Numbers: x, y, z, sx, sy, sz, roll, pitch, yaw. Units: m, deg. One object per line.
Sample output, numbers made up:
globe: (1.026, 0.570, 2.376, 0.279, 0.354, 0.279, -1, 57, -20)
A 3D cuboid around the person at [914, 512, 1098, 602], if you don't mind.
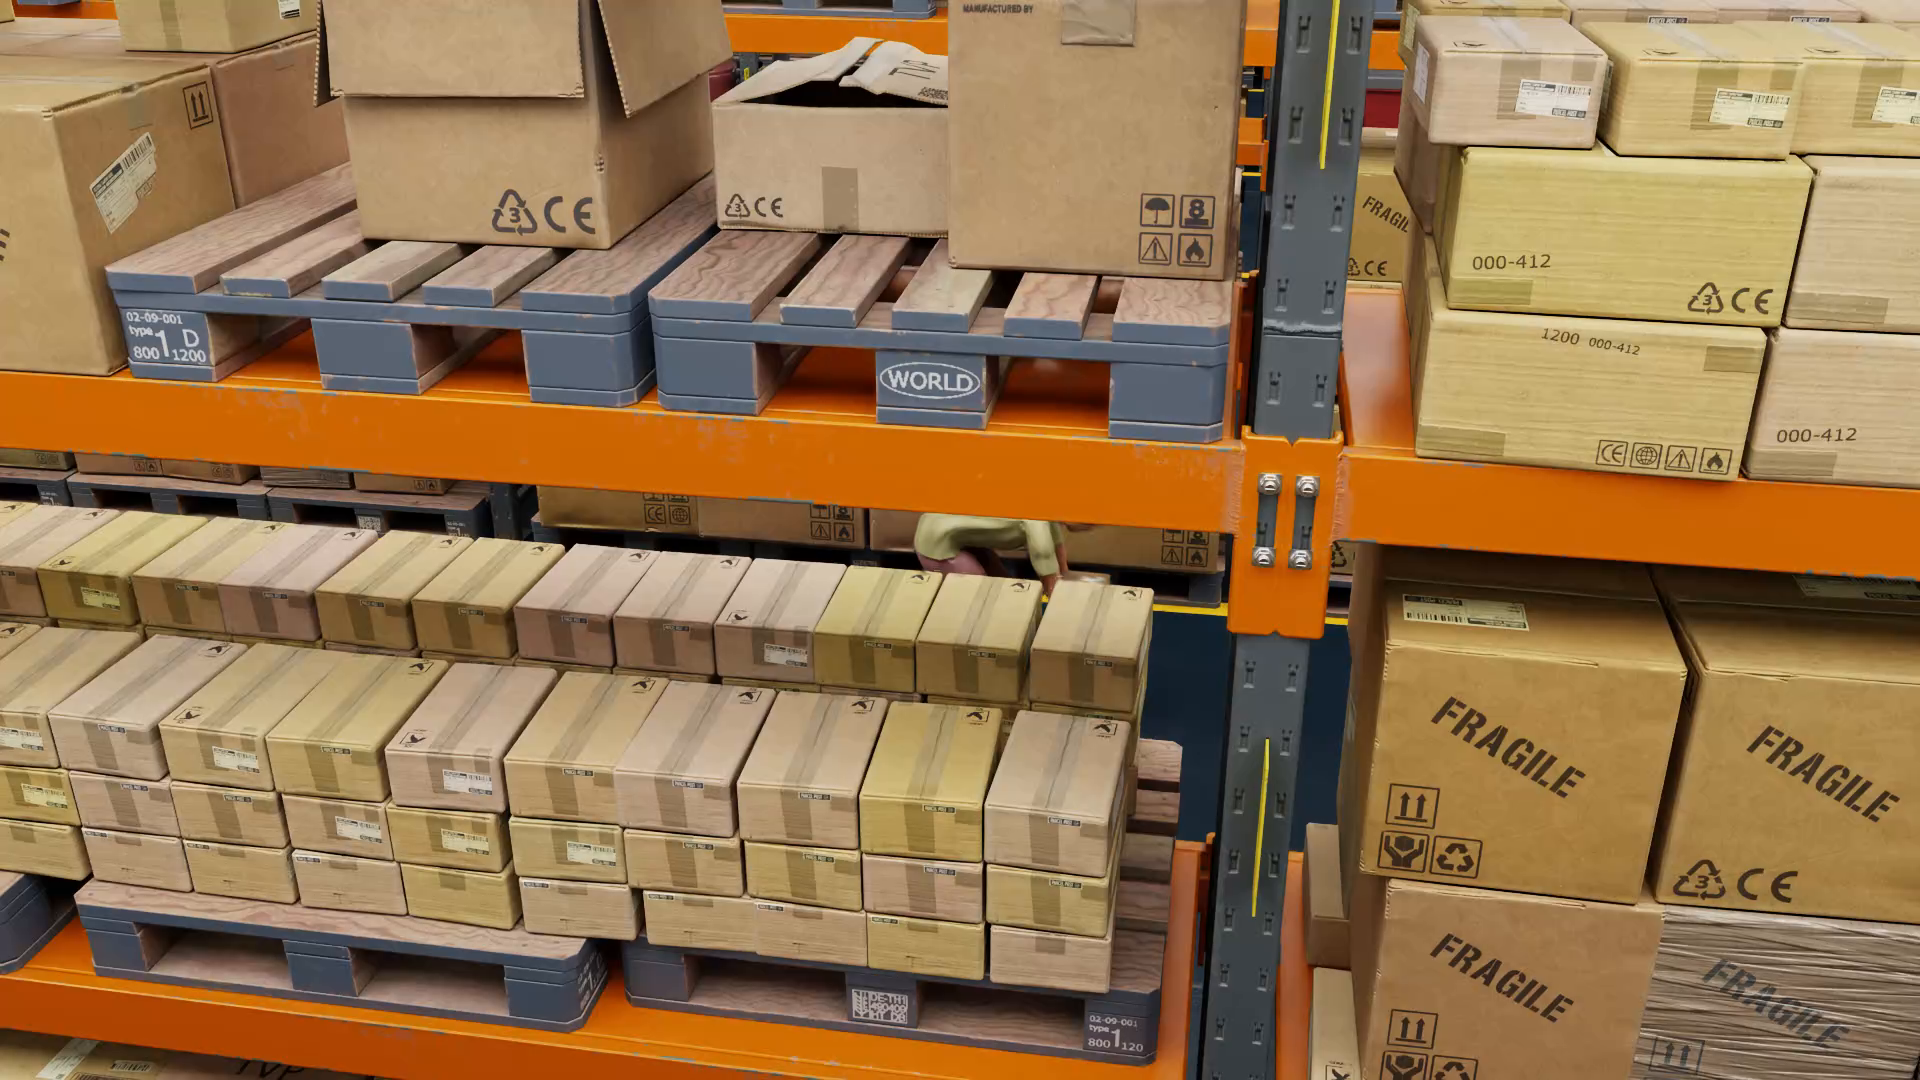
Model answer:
person: (0.236, 0.218, 7.307, 0.857, 1.114, 0.451, 3, 25, 6)
